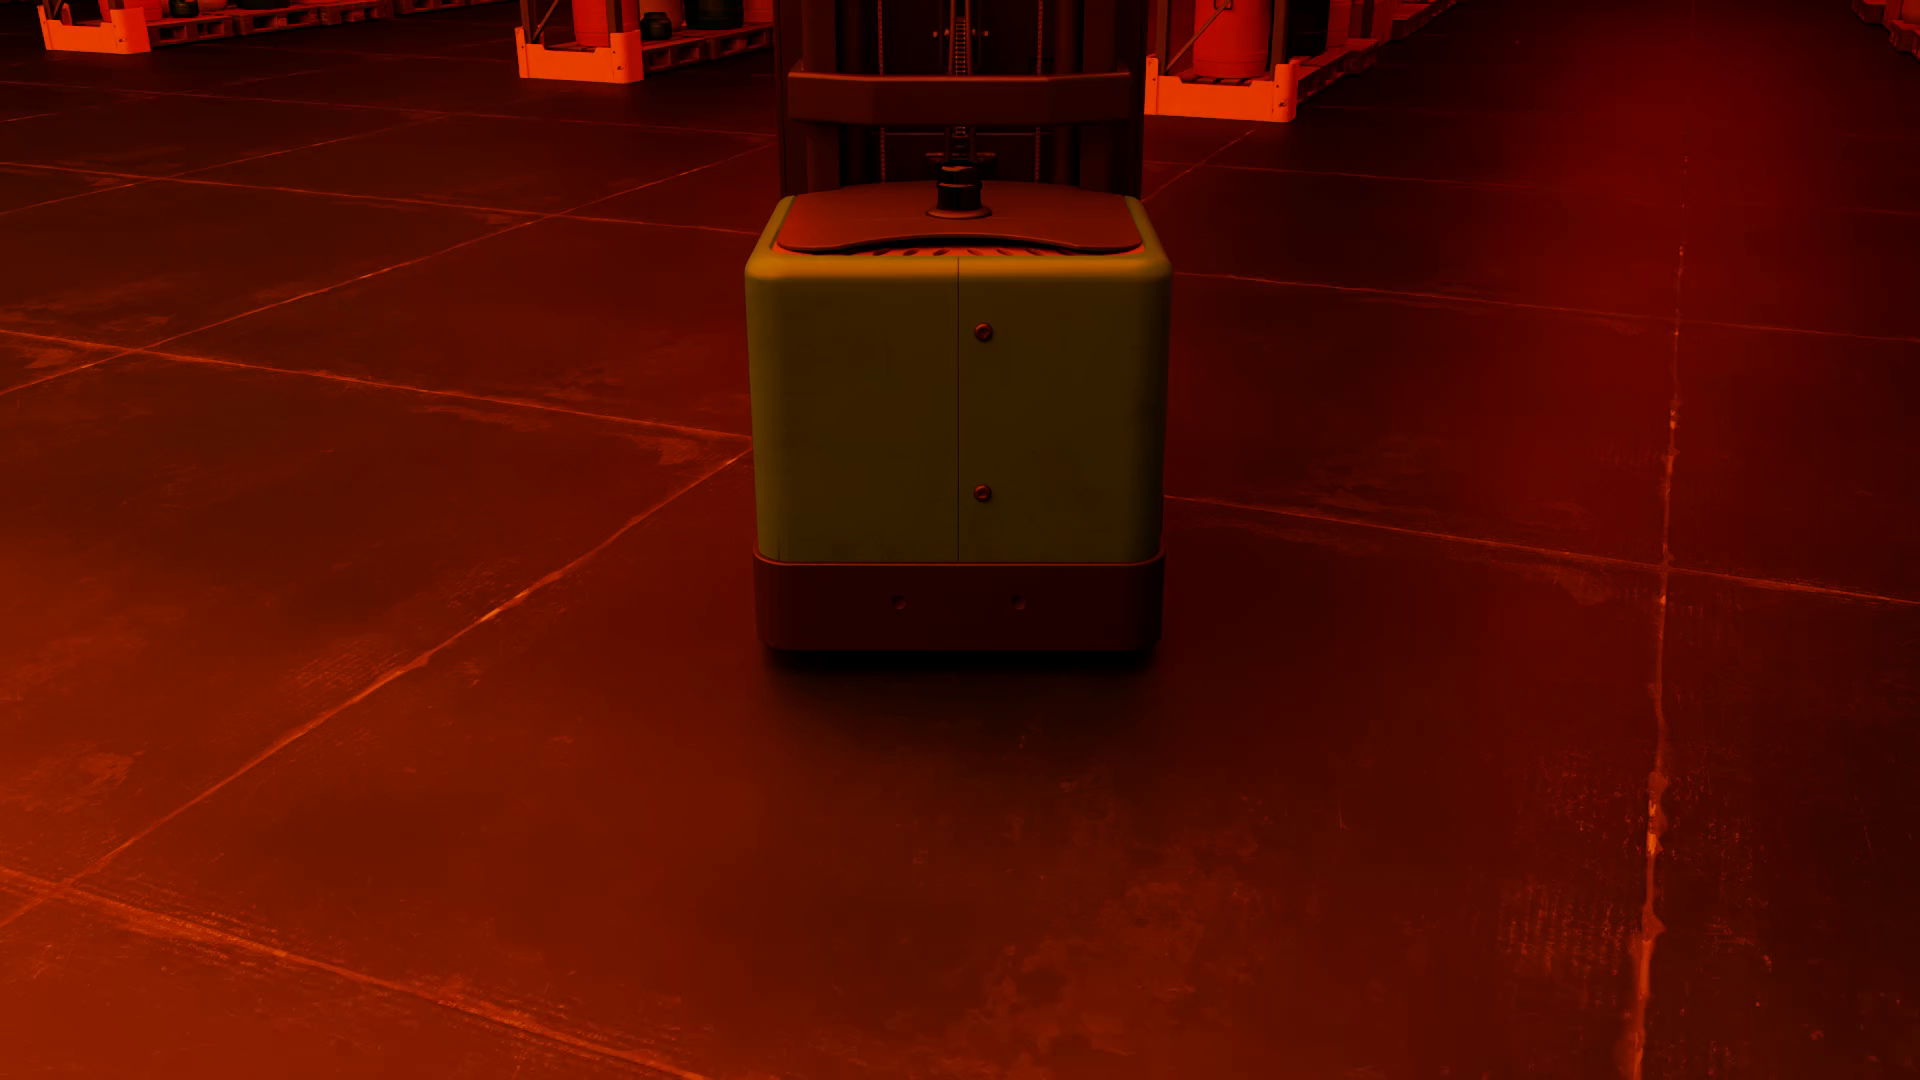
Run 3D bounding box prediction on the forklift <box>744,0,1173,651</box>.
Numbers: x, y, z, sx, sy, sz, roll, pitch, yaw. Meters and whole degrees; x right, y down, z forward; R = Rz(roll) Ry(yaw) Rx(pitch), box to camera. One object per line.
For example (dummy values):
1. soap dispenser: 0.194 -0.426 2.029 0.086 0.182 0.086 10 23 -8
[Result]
1. forklift: 0.002 -1.587 5.089 1.130 2.935 3.031 0 23 0
